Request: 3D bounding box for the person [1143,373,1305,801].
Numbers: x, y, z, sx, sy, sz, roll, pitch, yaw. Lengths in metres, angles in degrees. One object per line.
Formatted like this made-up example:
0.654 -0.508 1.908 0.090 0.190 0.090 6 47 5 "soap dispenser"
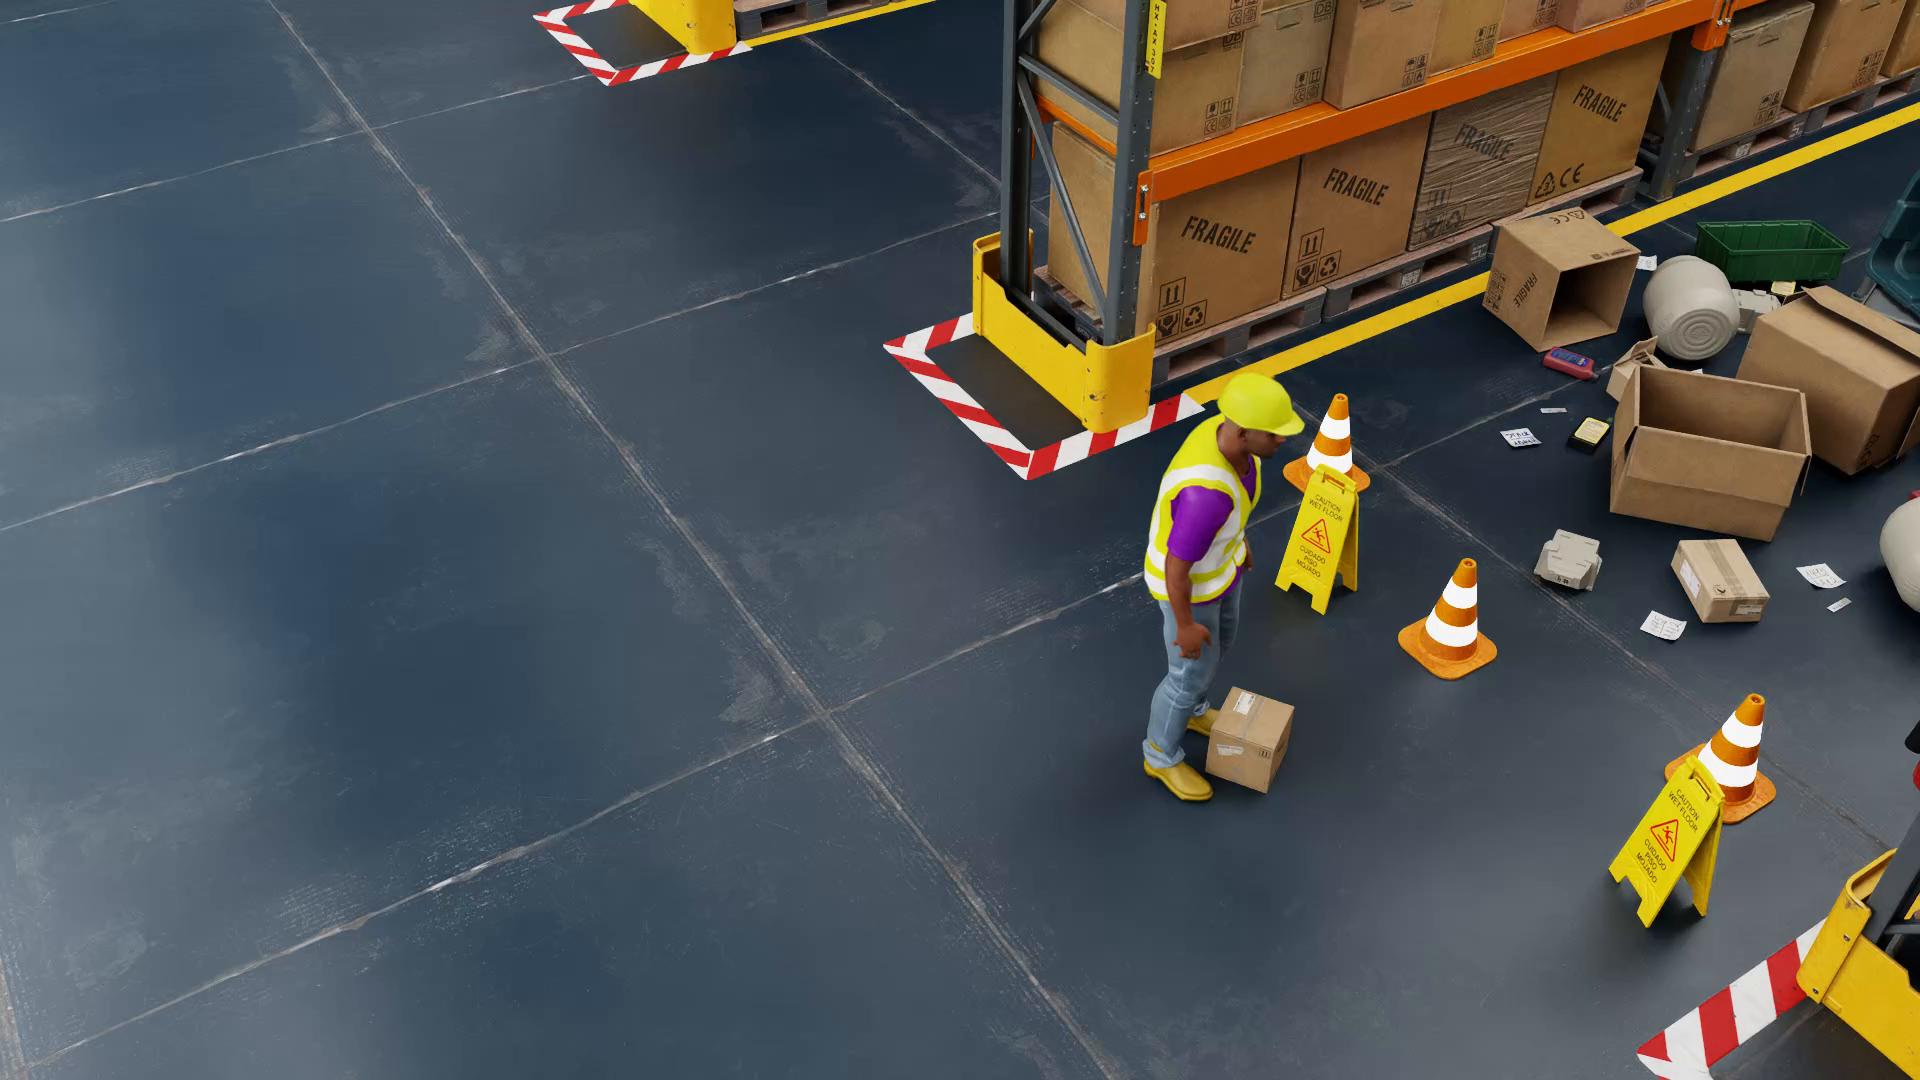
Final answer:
0.907 0.139 5.981 0.462 1.760 0.635 18 44 20 "person"
